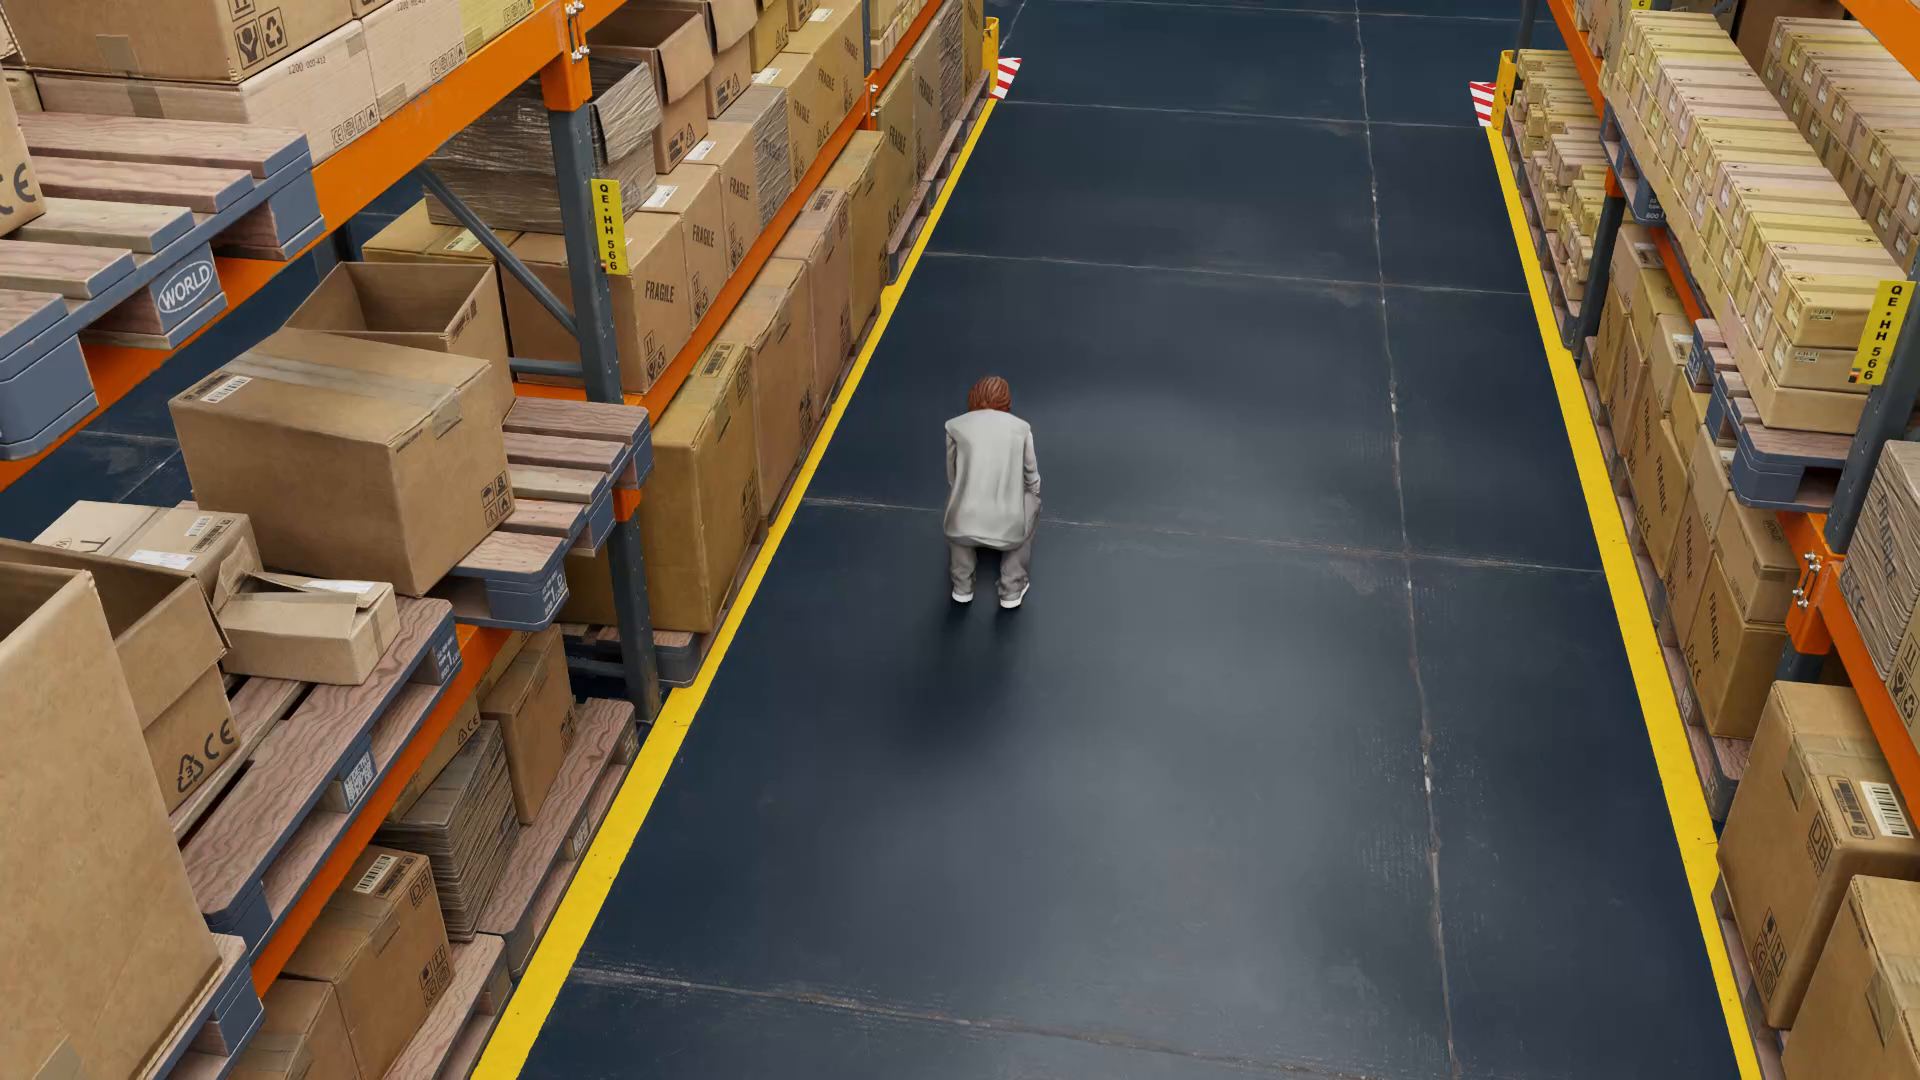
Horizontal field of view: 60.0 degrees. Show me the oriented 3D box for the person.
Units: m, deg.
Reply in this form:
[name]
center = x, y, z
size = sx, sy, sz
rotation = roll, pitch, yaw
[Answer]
[person]
center = 0.126, -0.184, 7.140
size = 0.442, 0.834, 0.804
rotation = 5, 33, 8
